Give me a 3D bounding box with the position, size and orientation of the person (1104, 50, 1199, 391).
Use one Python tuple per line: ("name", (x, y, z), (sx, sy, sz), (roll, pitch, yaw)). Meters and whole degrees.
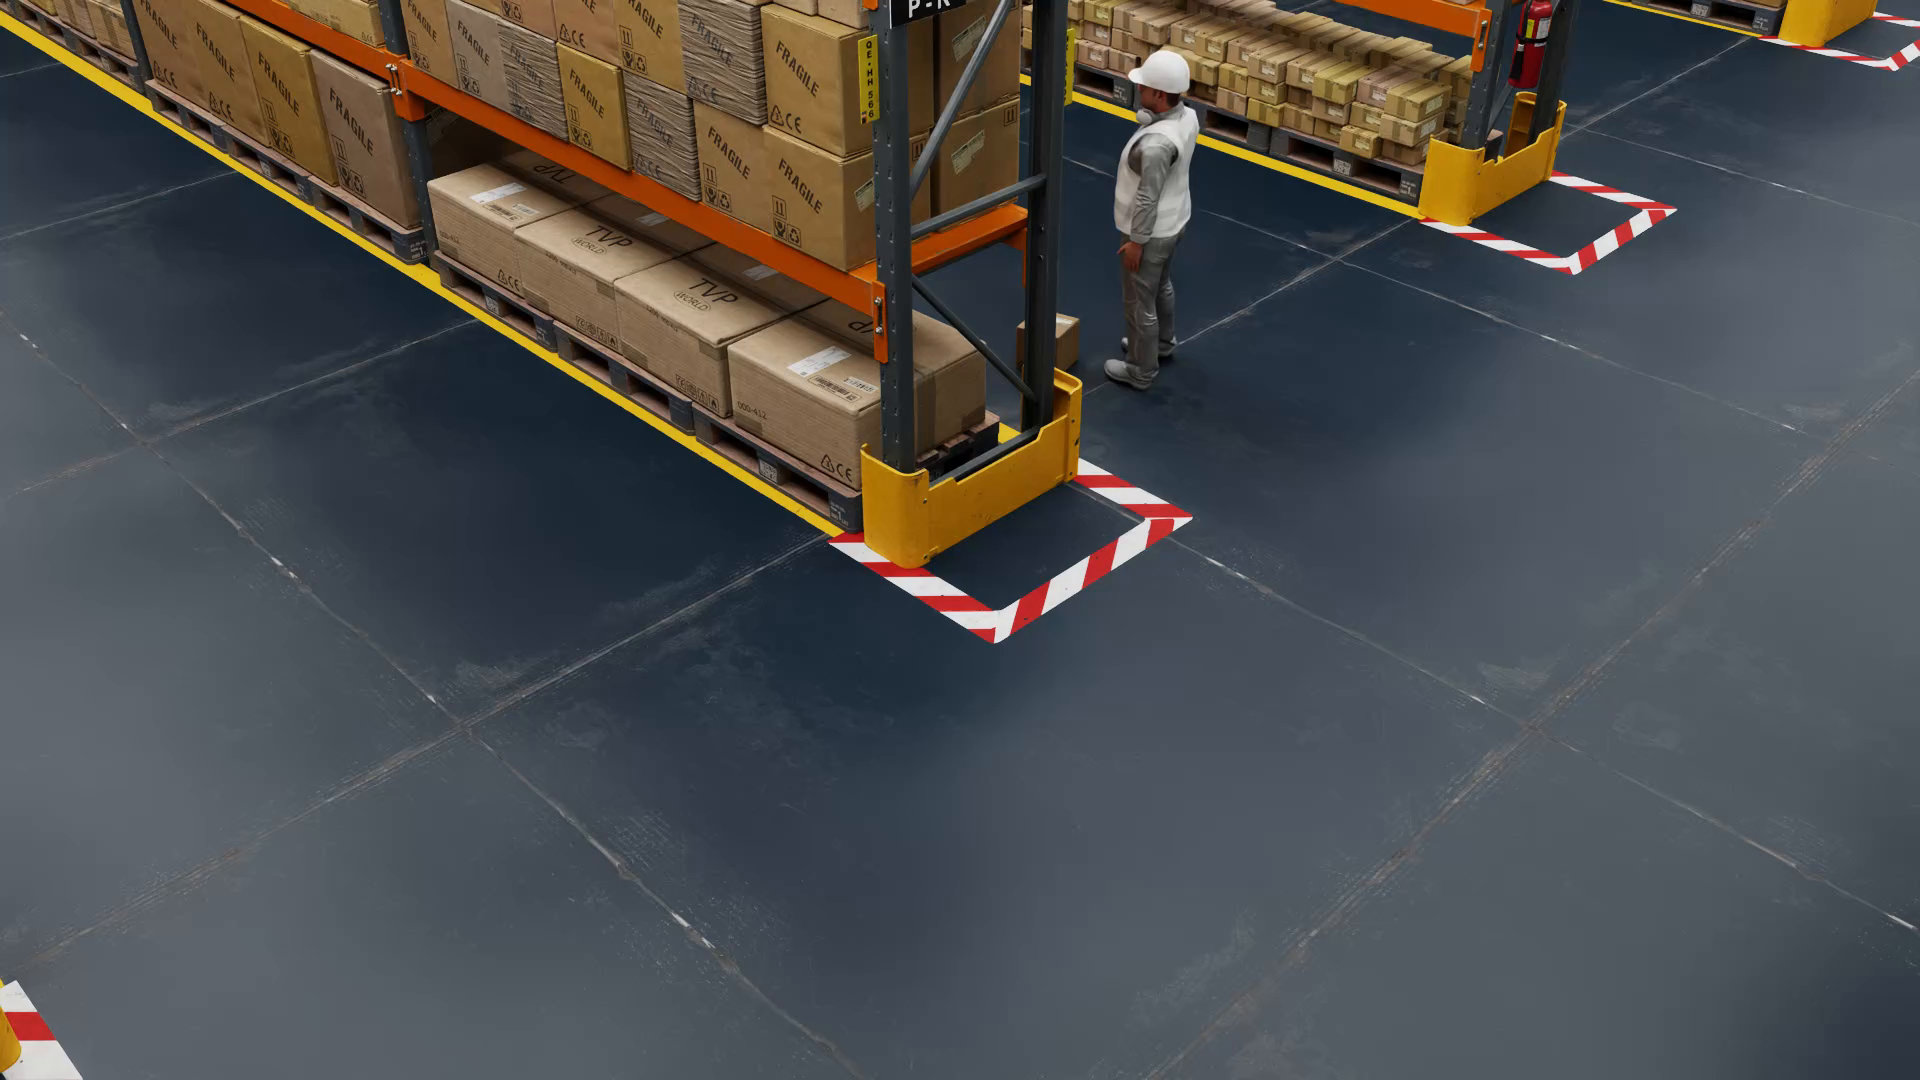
("person", (0.959, -1.610, 8.390), (0.394, 1.778, 0.632), (15, 38, 20))
